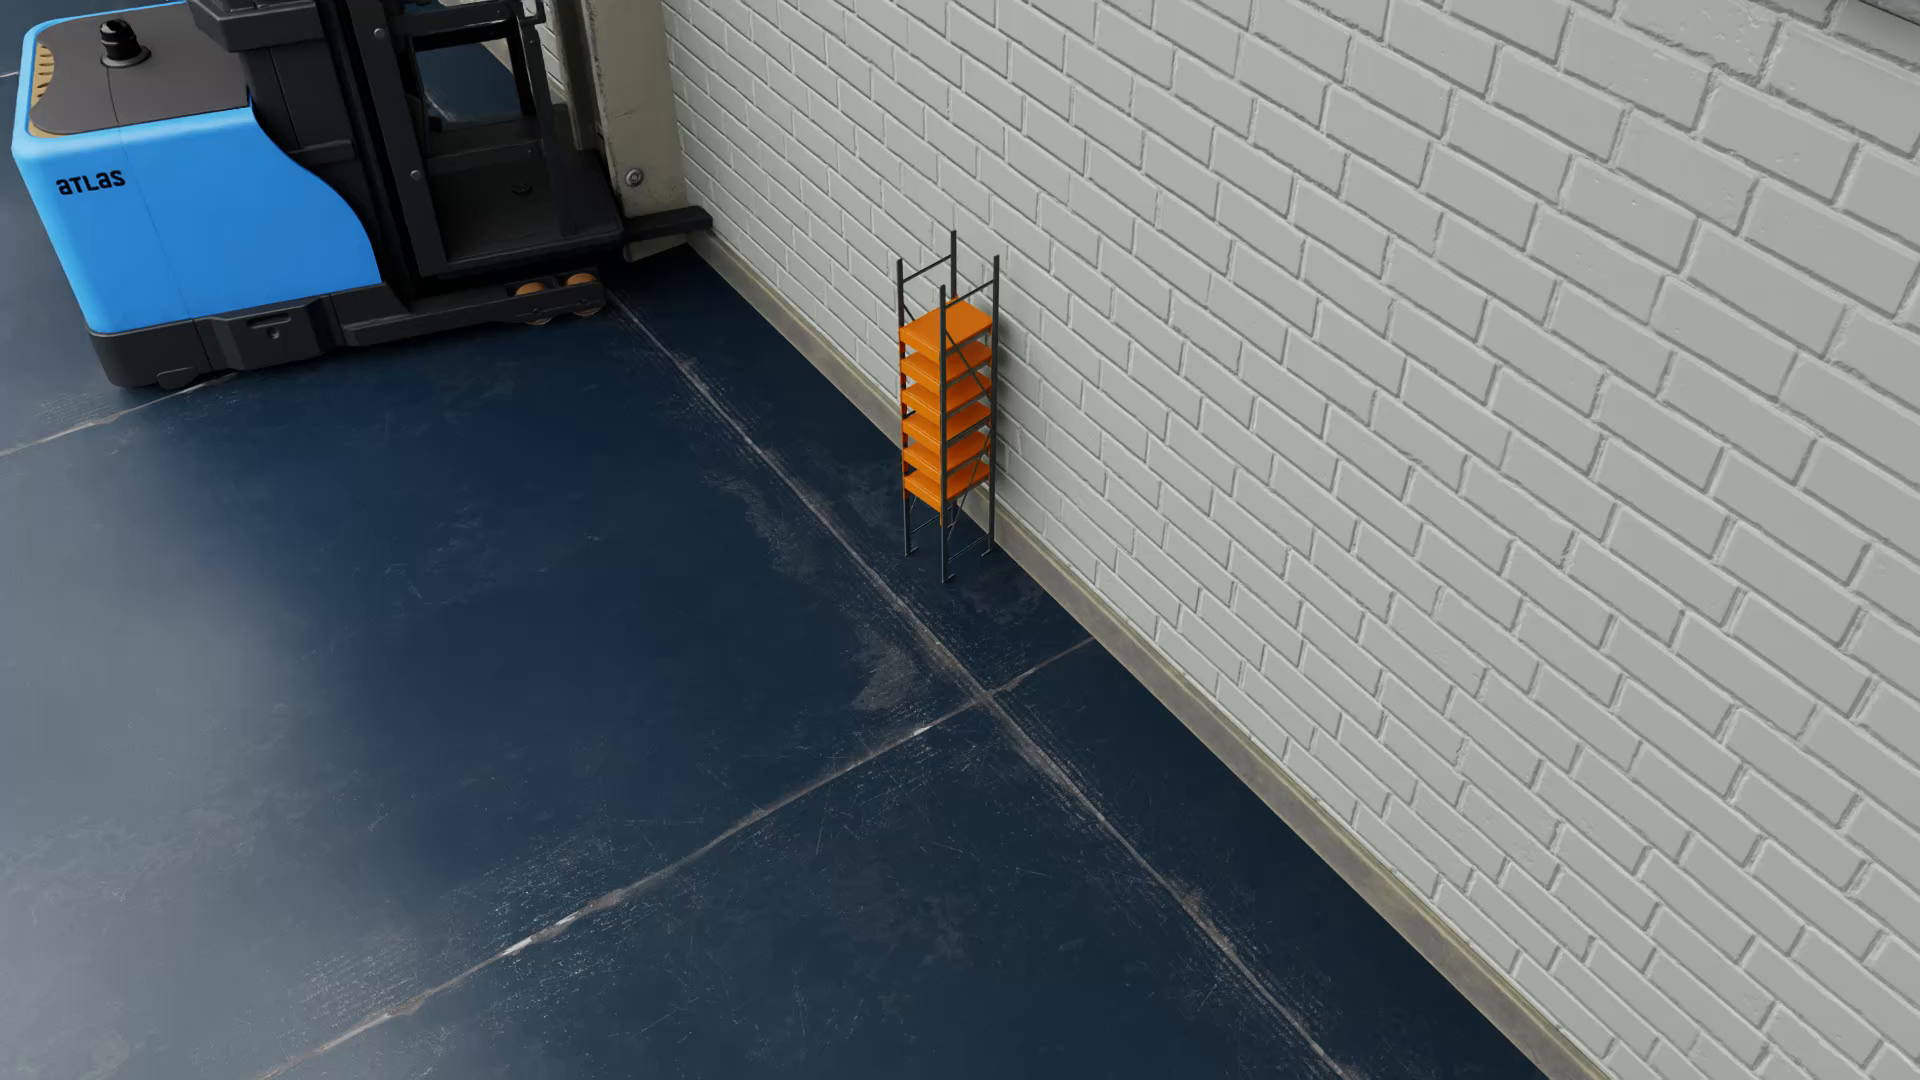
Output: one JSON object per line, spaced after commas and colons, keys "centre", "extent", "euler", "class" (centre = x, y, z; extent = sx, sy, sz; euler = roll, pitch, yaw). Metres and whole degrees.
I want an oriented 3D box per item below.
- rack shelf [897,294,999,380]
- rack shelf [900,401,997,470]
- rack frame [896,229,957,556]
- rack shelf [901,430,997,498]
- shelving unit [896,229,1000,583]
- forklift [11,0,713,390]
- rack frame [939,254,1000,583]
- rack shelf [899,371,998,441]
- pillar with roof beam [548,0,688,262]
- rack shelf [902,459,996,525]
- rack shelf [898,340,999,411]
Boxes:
{"centre": [-0.035, -0.622, 5.075], "extent": [0.258, 0.103, 0.180], "euler": [-34, 53, -30], "class": "rack shelf"}
{"centre": [-0.035, -0.361, 5.323], "extent": [0.258, 0.103, 0.180], "euler": [-34, 53, -30], "class": "rack shelf"}
{"centre": [-0.099, -0.438, 5.340], "extent": [0.240, 1.200, 0.006], "euler": [-34, 53, -30], "class": "rack frame"}
{"centre": [-0.035, -0.274, 5.405], "extent": [0.258, 0.103, 0.180], "euler": [-34, 53, -30], "class": "rack shelf"}
{"centre": [-0.035, -0.393, 5.292], "extent": [0.258, 1.200, 0.189], "euler": [-34, 53, -30], "class": "shelving unit"}
{"centre": [-1.939, -2.250, 5.984], "extent": [3.031, 2.935, 1.130], "euler": [-14, 45, -14], "class": "forklift"}
{"centre": [0.028, -0.348, 5.244], "extent": [0.240, 1.200, 0.006], "euler": [-34, 53, -30], "class": "rack frame"}
{"centre": [-0.035, -0.448, 5.240], "extent": [0.258, 0.103, 0.180], "euler": [-34, 53, -30], "class": "rack shelf"}
{"centre": [-4.904, -2.889, 2.259], "extent": [9.100, 9.000, 0.400], "euler": [-26, 49, -24], "class": "pillar with roof beam"}
{"centre": [-0.035, -0.187, 5.488], "extent": [0.258, 0.103, 0.180], "euler": [-34, 53, -30], "class": "rack shelf"}
{"centre": [-0.035, -0.535, 5.157], "extent": [0.258, 0.103, 0.180], "euler": [-34, 53, -30], "class": "rack shelf"}
